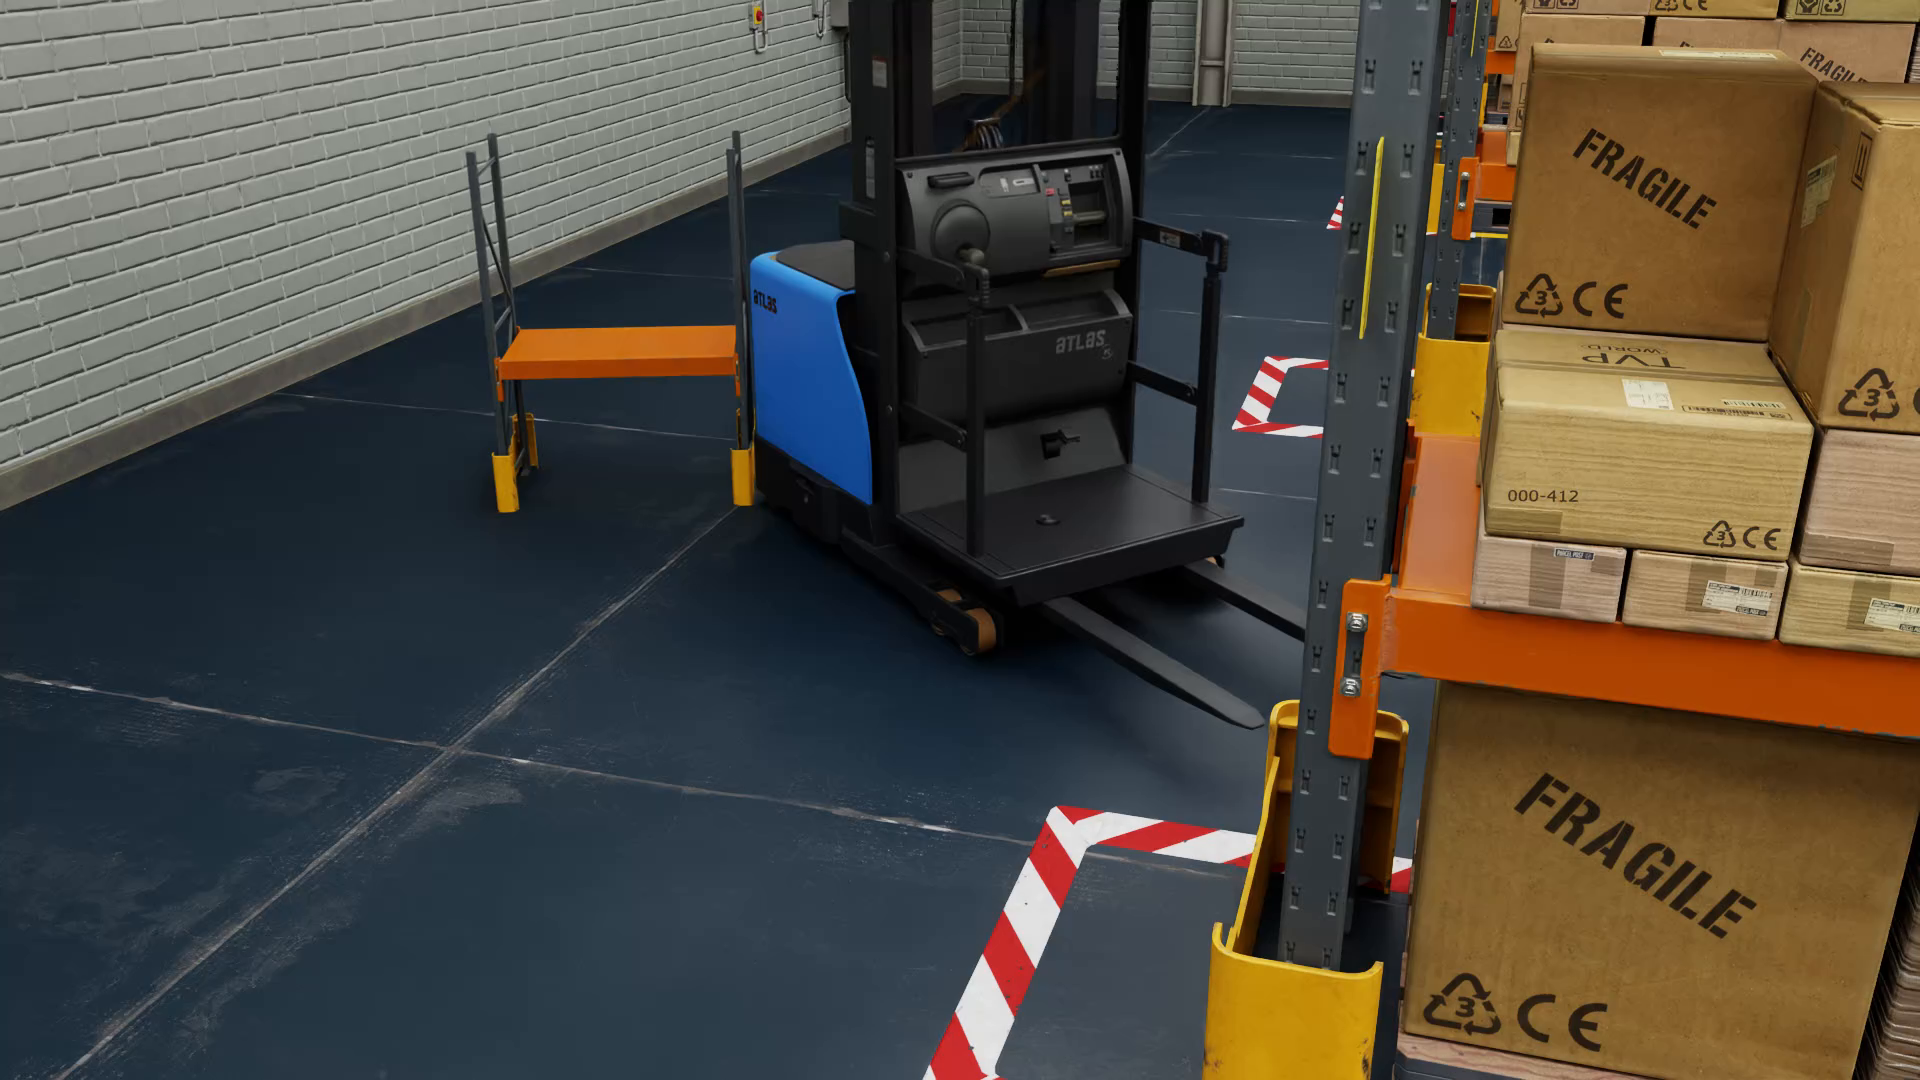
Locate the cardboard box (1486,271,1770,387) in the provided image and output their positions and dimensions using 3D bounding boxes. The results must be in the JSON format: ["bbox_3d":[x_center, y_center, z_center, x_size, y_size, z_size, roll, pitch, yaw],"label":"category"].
[{"bbox_3d":[1.403,-0.384,3.560,0.500,0.250,0.500,6,23,15],"label":"cardboard box"}]

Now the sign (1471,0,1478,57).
[{"bbox_3d":[2.235,-2.267,7.204,0.005,0.325,0.100,7,23,16],"label":"sign"}]

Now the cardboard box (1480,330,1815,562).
[{"bbox_3d":[1.244,-0.190,3.088,0.500,0.250,0.500,6,23,14],"label":"cardboard box"}]

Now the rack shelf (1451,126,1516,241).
[{"bbox_3d":[4.307,-1.512,7.451,4.000,0.370,1.077,7,23,16],"label":"rack shelf"}]

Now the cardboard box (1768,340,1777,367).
[{"bbox_3d":[1.889,-0.329,3.424,0.500,0.250,0.500,6,23,15],"label":"cardboard box"}]

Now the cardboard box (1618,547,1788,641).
[{"bbox_3d":[1.353,0.030,3.076,0.250,0.149,0.380,6,23,15],"label":"cardboard box"}]

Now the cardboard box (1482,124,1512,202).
[{"bbox_3d":[4.386,-2.846,12.579,0.875,0.438,0.875,6,23,14],"label":"cardboard box"}]

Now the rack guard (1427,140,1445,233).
[{"bbox_3d":[3.702,-2.720,12.742,0.348,0.500,1.175,7,23,16],"label":"rack guard"}]

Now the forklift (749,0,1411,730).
[{"bbox_3d":[0.330,-1.155,5.724,1.130,2.935,3.031,-13,26,-29],"label":"forklift"}]

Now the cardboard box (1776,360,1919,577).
[{"bbox_3d":[1.744,-0.136,2.954,0.500,0.250,0.500,6,23,15],"label":"cardboard box"}]

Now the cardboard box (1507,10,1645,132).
[{"bbox_3d":[2.742,-2.098,7.409,0.500,0.500,0.500,8,24,18],"label":"cardboard box"}]

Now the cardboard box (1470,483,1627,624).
[{"bbox_3d":[1.107,0.002,3.143,0.250,0.149,0.380,7,23,16],"label":"cardboard box"}]

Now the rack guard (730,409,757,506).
[{"bbox_3d":[-0.951,-0.373,7.350,0.087,0.250,0.587,-2,22,-4],"label":"rack guard"}]

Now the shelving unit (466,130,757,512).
[{"bbox_3d":[-1.447,-0.937,7.078,1.083,1.500,0.587,-2,22,-4],"label":"shelving unit"}]

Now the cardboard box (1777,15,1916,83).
[{"bbox_3d":[3.727,-1.991,7.147,0.500,0.500,0.500,7,23,16],"label":"cardboard box"}]

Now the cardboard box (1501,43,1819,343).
[{"bbox_3d":[1.405,-0.730,3.415,0.500,0.500,0.500,7,23,16],"label":"cardboard box"}]

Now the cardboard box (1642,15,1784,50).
[{"bbox_3d":[3.262,-2.049,7.289,0.500,0.500,0.500,7,23,16],"label":"cardboard box"}]

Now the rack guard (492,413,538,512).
[{"bbox_3d":[-1.944,-0.345,7.281,0.087,0.250,0.587,-2,22,-4],"label":"rack guard"}]

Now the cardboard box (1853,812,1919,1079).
[{"bbox_3d":[2.370,0.657,3.463,0.875,0.875,0.875,7,23,16],"label":"cardboard box"}]

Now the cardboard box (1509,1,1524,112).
[{"bbox_3d":[2.897,-2.292,7.882,0.500,0.500,0.500,7,23,17],"label":"cardboard box"}]

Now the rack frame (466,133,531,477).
[{"bbox_3d":[-1.945,-0.923,7.044,0.032,1.500,0.500,-2,22,-4],"label":"rack frame"}]

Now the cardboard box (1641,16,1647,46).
[{"bbox_3d":[3.388,-2.234,7.739,0.500,0.500,0.500,6,23,15],"label":"cardboard box"}]

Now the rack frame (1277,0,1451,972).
[{"bbox_3d":[0.863,-0.273,3.483,0.127,3.000,1.000,7,23,16],"label":"rack frame"}]

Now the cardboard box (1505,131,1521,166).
[{"bbox_3d":[2.608,-1.793,7.520,0.250,0.149,0.380,6,23,15],"label":"cardboard box"}]

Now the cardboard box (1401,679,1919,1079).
[{"bbox_3d":[1.498,0.557,3.706,0.875,0.875,0.875,7,23,16],"label":"cardboard box"}]

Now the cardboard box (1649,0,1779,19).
[{"bbox_3d":[3.230,-2.512,7.100,0.500,0.500,0.500,7,23,17],"label":"cardboard box"}]

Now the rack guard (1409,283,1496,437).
[{"bbox_3d":[2.465,-0.899,8.303,0.348,0.500,1.175,7,23,16],"label":"rack guard"}]

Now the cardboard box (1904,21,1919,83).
[{"bbox_3d":[4.217,-1.937,7.016,0.500,0.500,0.500,6,23,14],"label":"cardboard box"}]

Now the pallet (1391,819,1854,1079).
[{"bbox_3d":[1.651,1.076,3.868,1.213,0.211,1.003,7,23,16],"label":"pallet"}]

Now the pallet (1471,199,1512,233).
[{"bbox_3d":[4.513,-2.524,12.646,1.213,0.211,1.003,7,23,16],"label":"pallet"}]

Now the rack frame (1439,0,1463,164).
[{"bbox_3d":[3.725,-3.874,12.261,0.127,3.000,1.000,7,23,16],"label":"rack frame"}]

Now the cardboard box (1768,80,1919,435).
[{"bbox_3d":[1.723,-0.483,2.812,0.500,0.500,0.500,6,23,14],"label":"cardboard box"}]

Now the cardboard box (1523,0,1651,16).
[{"bbox_3d":[2.745,-2.565,7.229,0.500,0.500,0.500,6,23,15],"label":"cardboard box"}]

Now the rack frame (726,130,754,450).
[{"bbox_3d":[-0.931,-0.952,7.114,0.032,1.500,0.500,-2,22,-4],"label":"rack frame"}]

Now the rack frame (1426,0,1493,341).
[{"bbox_3d":[2.392,-2.064,7.849,0.127,3.000,1.000,7,23,16],"label":"rack frame"}]

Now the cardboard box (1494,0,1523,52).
[{"bbox_3d":[4.102,-3.763,11.859,0.500,0.500,0.500,6,23,15],"label":"cardboard box"}]

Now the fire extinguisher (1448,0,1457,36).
[{"bbox_3d":[4.881,-5.317,16.374,0.183,0.674,0.296,7,23,16],"label":"fire extinguisher"}]

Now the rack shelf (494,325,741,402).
[{"bbox_3d":[-1.438,-0.771,7.147,1.000,0.185,0.538,-2,22,-4],"label":"rack shelf"}]

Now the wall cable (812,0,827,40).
[{"bbox_3d":[-1.281,-5.470,14.814,0.122,1.984,0.588,7,23,16],"label":"wall cable"}]

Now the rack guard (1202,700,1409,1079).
[{"bbox_3d":[0.840,0.881,3.964,0.348,0.500,1.175,7,23,16],"label":"rack guard"}]

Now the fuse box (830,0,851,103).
[{"bbox_3d":[-0.933,-4.634,15.813,0.414,1.711,0.539,7,23,16],"label":"fuse box"}]

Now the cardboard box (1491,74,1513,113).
[{"bbox_3d":[5.714,-4.615,16.805,0.637,0.503,0.797,6,23,13],"label":"cardboard box"}]

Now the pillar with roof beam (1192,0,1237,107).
[{"bbox_3d":[1.591,-7.512,13.226,0.400,9.000,9.100,7,23,16],"label":"pillar with roof beam"}]

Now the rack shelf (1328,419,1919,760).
[{"bbox_3d":[2.777,0.279,3.085,4.000,0.370,1.077,7,23,16],"label":"rack shelf"}]

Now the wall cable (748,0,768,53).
[{"bbox_3d":[-1.680,-4.968,13.548,0.123,1.953,0.585,7,23,16],"label":"wall cable"}]

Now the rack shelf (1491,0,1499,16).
[{"bbox_3d":[7.070,-5.125,16.260,4.000,0.370,1.077,7,23,16],"label":"rack shelf"}]

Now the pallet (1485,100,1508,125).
[{"bbox_3d":[5.992,-4.292,16.955,1.213,0.211,1.003,7,23,16],"label":"pallet"}]

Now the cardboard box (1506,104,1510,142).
[{"bbox_3d":[2.786,-2.015,8.060,0.250,0.149,0.380,7,23,16],"label":"cardboard box"}]

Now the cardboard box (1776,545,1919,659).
[{"bbox_3d":[1.598,0.058,3.008,0.250,0.149,0.380,6,23,14],"label":"cardboard box"}]

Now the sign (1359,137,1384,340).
[{"bbox_3d":[0.697,-0.509,2.814,0.005,0.325,0.100,7,23,16],"label":"sign"}]

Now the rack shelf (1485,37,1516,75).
[{"bbox_3d":[5.640,-3.321,11.863,4.000,0.370,1.077,7,23,16],"label":"rack shelf"}]

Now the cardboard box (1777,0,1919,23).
[{"bbox_3d":[3.722,-2.447,6.941,0.500,0.500,0.500,6,23,14],"label":"cardboard box"}]

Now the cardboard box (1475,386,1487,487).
[{"bbox_3d":[1.299,-0.237,3.727,0.250,0.149,0.380,7,23,17],"label":"cardboard box"}]

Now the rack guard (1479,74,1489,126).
[{"bbox_3d":[5.228,-4.513,17.112,0.348,0.500,1.175,7,23,16],"label":"rack guard"}]
